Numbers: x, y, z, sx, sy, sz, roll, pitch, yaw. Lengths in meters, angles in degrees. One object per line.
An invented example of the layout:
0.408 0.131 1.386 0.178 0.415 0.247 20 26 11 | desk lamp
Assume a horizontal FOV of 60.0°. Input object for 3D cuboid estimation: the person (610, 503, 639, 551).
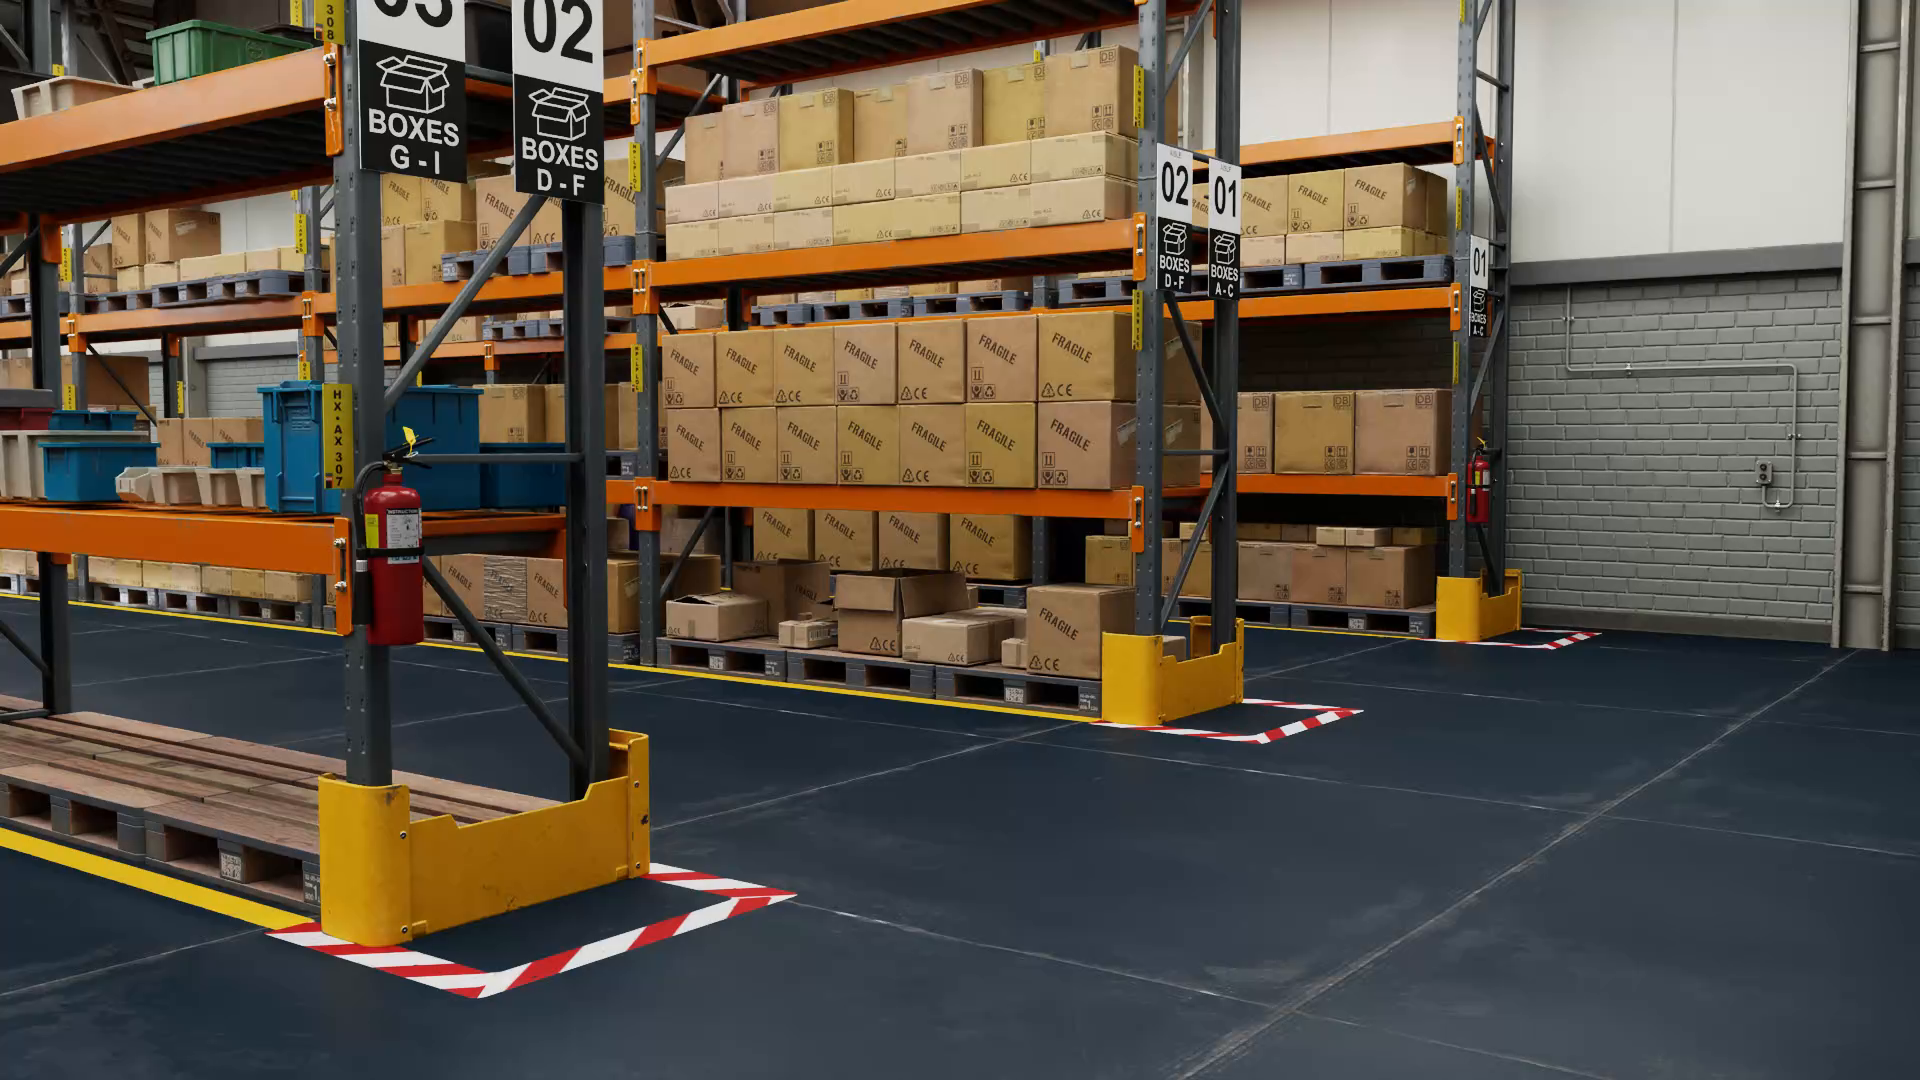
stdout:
-3.120 -0.196 15.883 0.558 1.623 0.490 2 4 26 | person
